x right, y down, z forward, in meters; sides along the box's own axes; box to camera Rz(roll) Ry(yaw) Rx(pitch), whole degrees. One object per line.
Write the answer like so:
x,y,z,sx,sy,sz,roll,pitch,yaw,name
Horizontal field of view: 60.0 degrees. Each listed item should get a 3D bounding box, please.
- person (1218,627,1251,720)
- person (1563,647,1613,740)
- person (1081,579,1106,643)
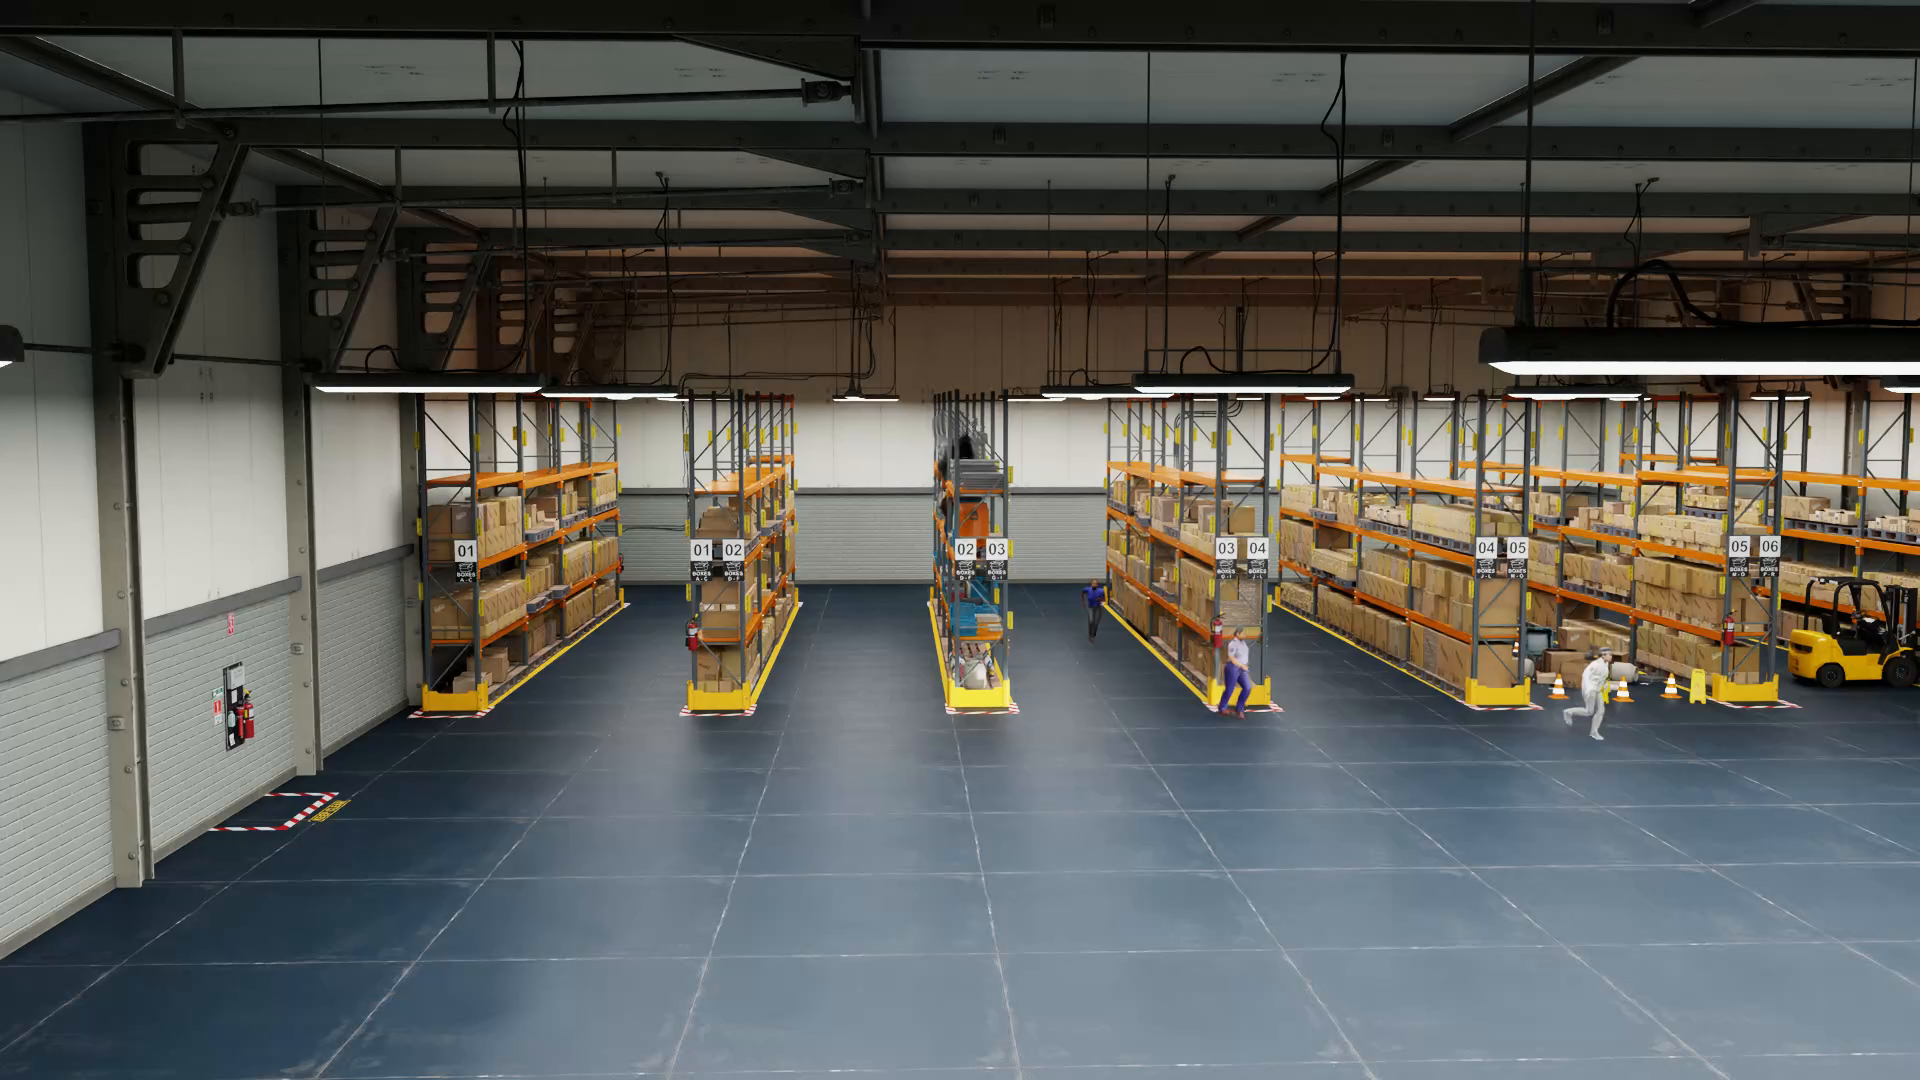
5.069,2.441,30.242,0.542,1.730,0.683,-4,6,-42,person
10.831,2.612,28.658,0.830,1.627,0.618,4,6,40,person
3.175,1.687,39.568,0.564,1.575,0.838,0,5,-2,person
